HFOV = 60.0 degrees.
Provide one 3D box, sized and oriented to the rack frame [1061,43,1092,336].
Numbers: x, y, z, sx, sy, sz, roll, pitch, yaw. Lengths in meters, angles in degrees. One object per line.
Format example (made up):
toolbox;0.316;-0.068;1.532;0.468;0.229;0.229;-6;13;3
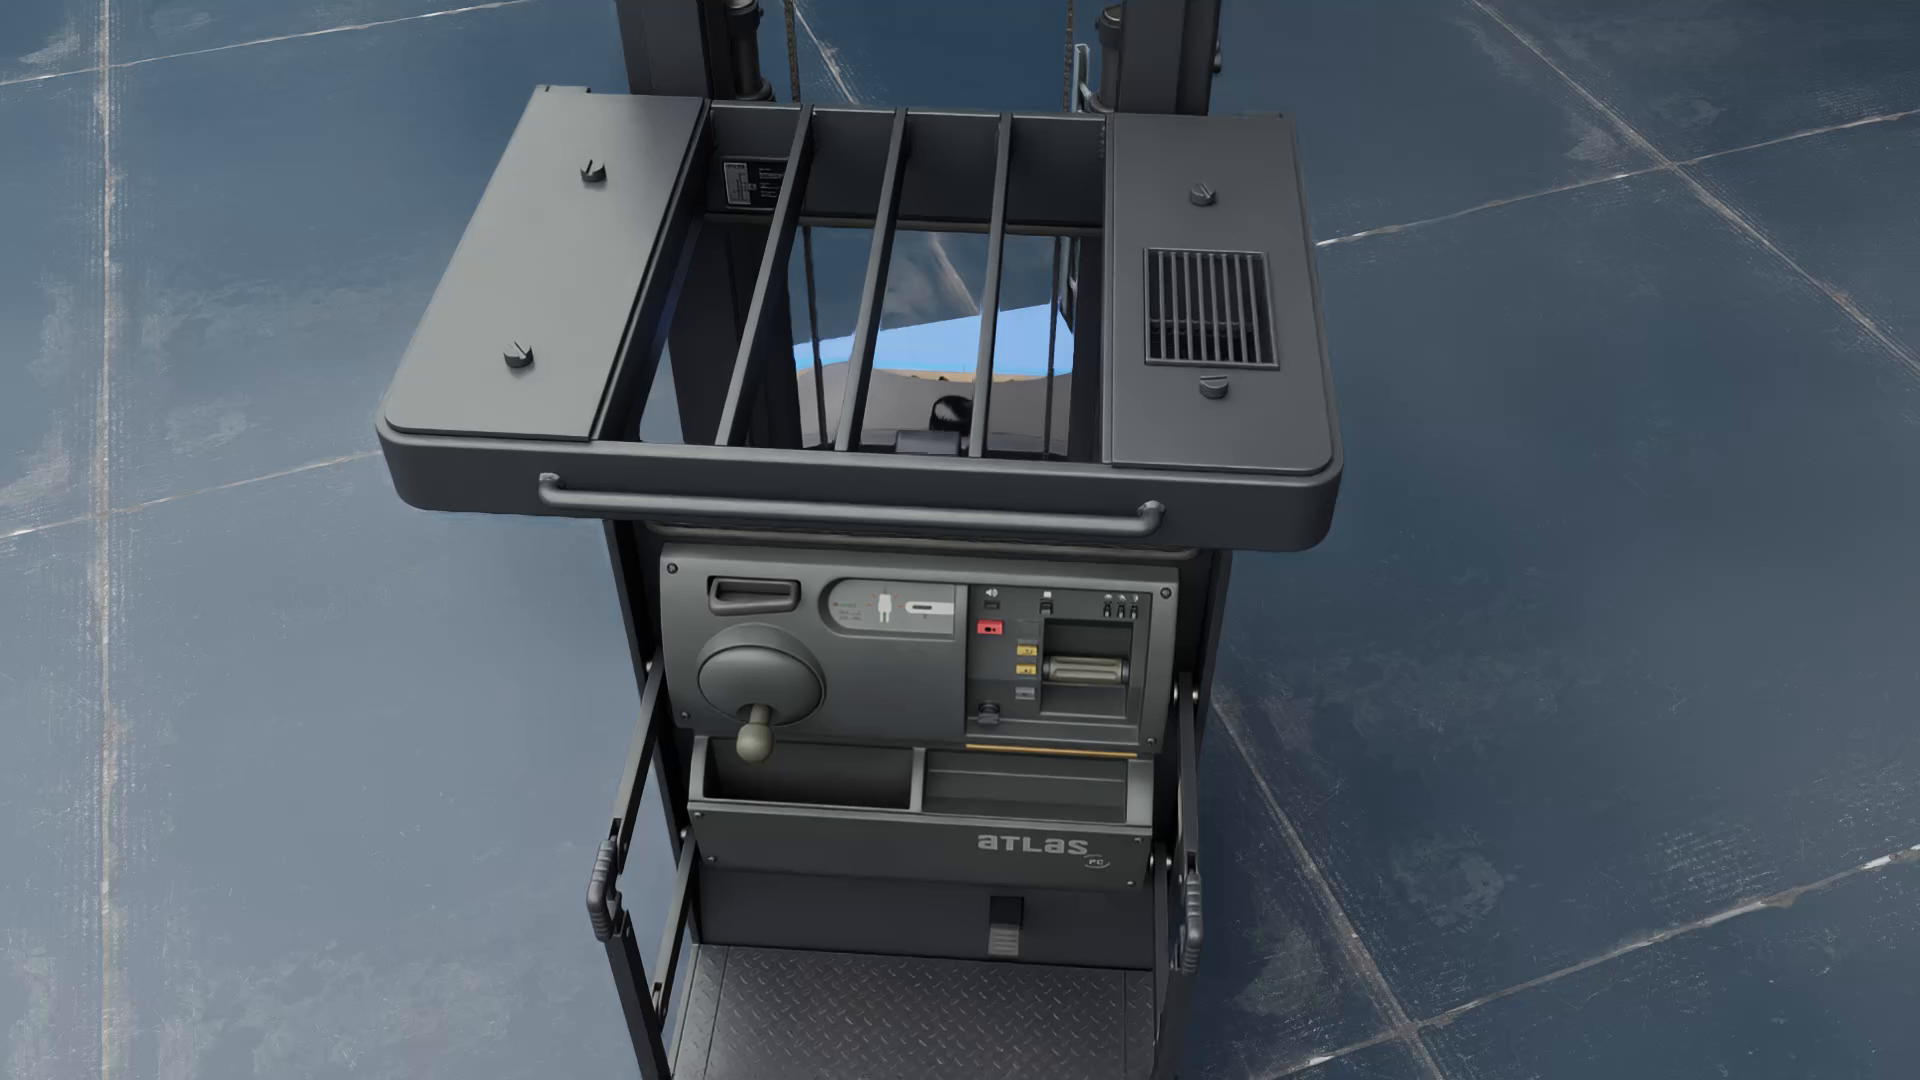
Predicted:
rack frame;0.385;-0.629;4.818;0.032;1.500;0.500;-10;46;-10

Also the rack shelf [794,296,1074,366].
rack shelf;-0.108;-0.412;4.856;1.000;0.185;0.538;-10;46;-10

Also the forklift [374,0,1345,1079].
forklift;-0.090;0.314;2.868;1.130;2.935;3.031;3;45;3

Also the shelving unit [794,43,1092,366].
shelving unit;-0.108;-0.539;4.728;1.048;1.500;0.538;-10;46;-10
